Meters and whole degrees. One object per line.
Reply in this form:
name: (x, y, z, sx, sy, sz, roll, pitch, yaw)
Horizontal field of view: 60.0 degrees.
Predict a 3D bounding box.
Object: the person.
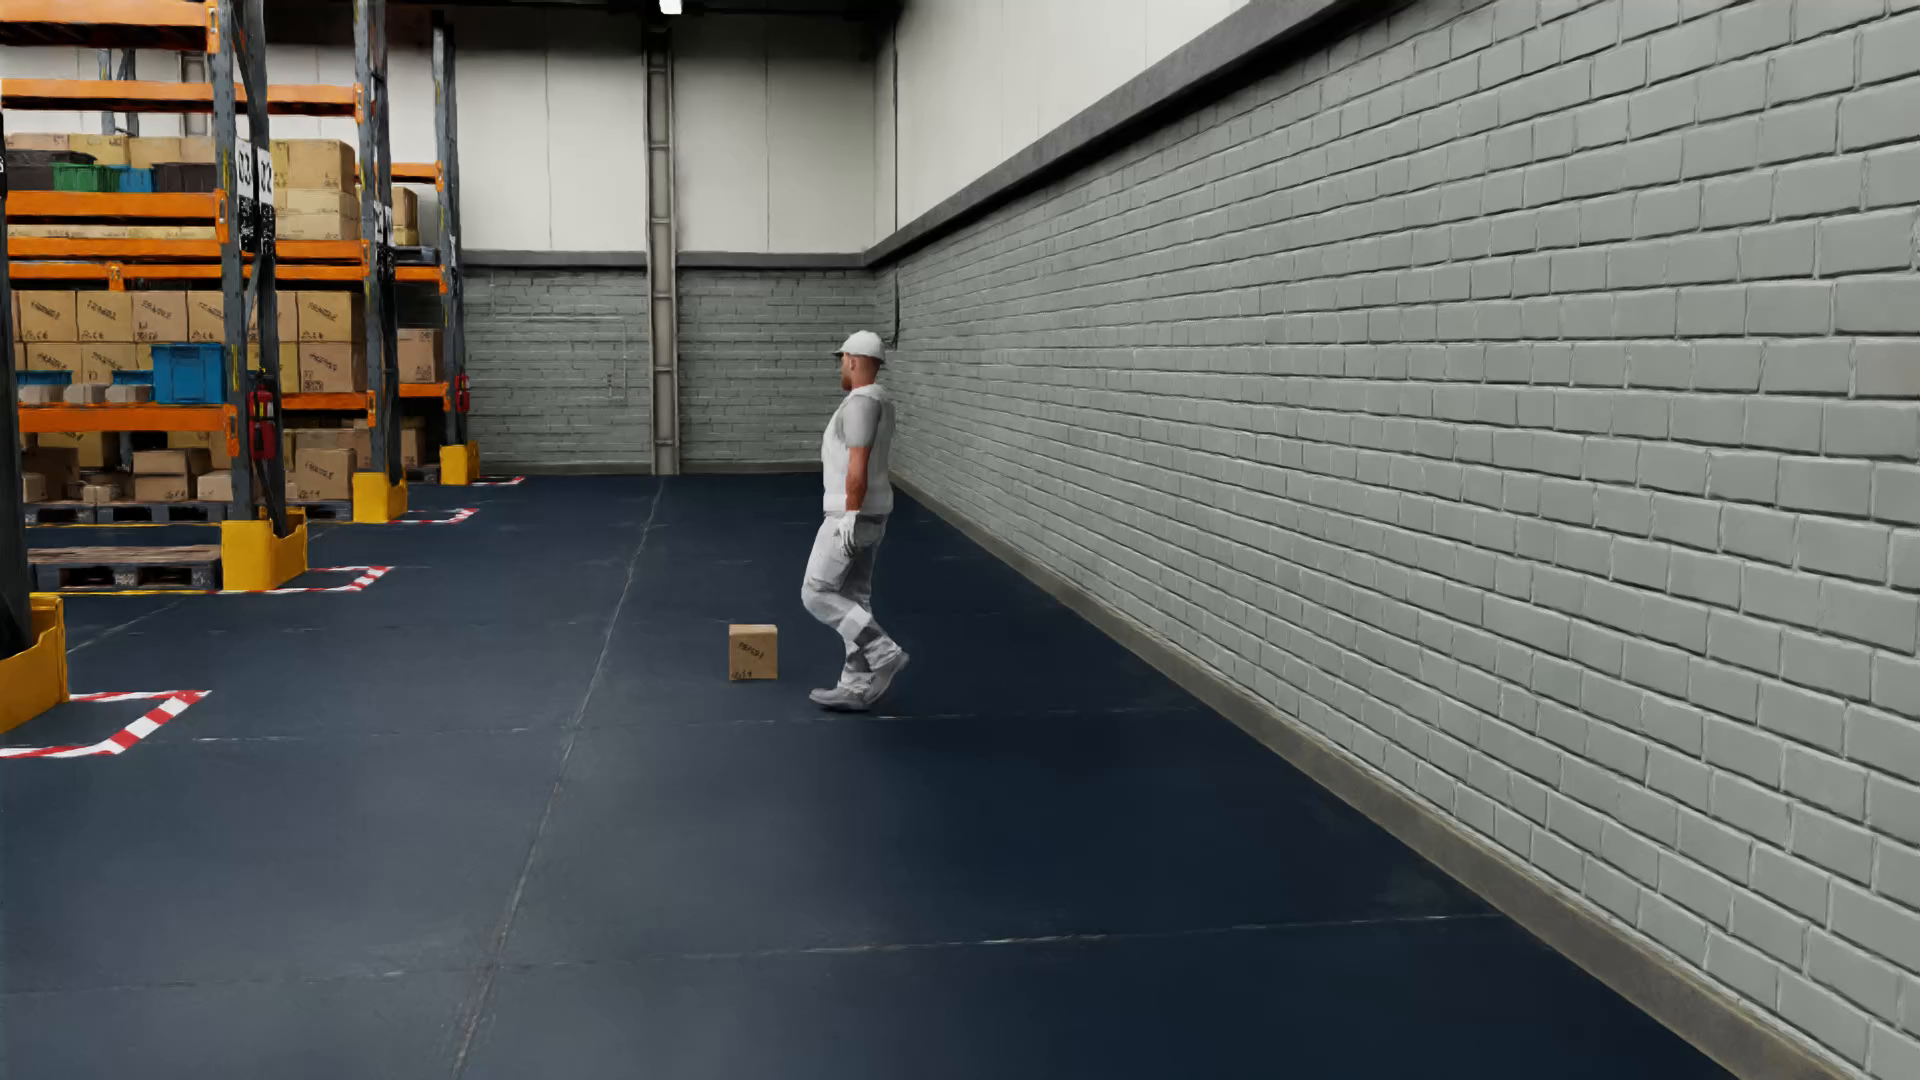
person: (-0.464, -0.094, 7.833, 0.508, 1.772, 0.566, 1, 6, 8)
